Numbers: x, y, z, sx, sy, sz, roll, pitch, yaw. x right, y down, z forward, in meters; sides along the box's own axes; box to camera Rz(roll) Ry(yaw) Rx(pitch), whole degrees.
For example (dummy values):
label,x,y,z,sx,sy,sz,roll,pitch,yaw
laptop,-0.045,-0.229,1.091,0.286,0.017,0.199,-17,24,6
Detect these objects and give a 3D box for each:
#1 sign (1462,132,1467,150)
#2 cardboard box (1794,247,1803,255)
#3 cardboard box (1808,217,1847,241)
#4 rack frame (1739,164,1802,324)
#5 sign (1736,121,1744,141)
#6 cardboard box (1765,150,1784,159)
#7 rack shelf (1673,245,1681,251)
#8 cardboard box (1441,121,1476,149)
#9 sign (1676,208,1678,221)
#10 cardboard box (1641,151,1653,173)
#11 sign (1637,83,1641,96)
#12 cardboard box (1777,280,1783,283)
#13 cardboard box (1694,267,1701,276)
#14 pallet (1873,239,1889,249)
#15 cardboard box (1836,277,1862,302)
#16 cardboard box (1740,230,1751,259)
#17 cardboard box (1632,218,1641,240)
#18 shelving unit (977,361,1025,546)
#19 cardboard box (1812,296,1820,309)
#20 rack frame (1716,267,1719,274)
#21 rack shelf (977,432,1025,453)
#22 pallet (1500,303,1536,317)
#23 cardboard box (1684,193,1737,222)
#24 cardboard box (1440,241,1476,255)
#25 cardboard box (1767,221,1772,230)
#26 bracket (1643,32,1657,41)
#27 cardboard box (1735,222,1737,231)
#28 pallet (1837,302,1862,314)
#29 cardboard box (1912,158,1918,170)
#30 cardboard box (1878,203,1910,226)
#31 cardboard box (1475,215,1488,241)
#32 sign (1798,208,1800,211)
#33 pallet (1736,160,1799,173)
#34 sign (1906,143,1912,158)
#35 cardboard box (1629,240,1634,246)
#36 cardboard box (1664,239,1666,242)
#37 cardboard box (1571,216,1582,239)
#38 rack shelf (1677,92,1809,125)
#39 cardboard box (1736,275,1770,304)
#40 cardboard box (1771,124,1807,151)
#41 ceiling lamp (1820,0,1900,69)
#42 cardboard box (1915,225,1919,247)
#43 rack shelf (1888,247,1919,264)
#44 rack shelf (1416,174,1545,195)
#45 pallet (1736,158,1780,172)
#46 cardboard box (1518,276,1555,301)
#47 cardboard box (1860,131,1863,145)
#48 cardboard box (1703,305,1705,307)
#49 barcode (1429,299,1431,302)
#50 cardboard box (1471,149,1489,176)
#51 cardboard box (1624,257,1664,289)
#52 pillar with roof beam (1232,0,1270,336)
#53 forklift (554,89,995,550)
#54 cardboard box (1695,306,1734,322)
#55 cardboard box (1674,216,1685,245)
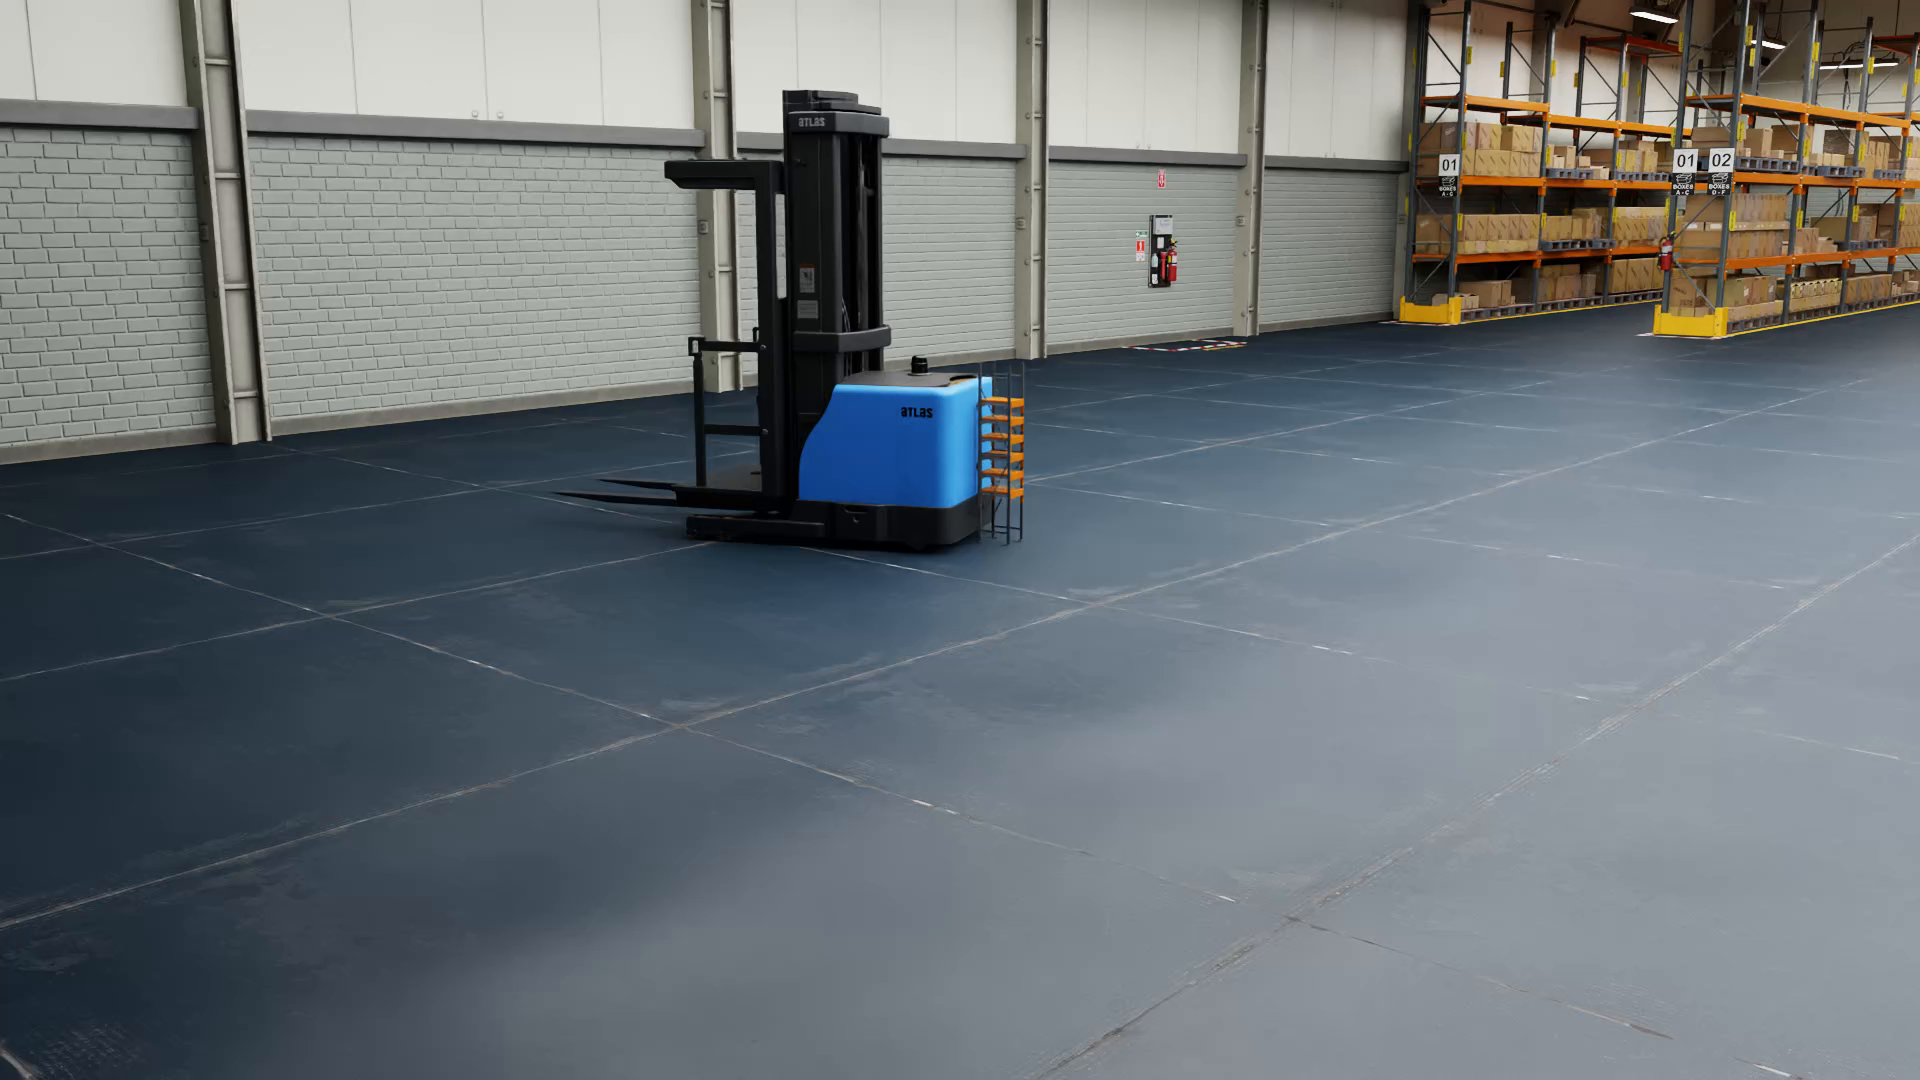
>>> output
label,x,y,z,sx,sy,sz,roll,pitch,yaw
sign,9.568,-7.568,31.554,0.100,0.325,0.005,10,15,40
cardboard box,16.263,-5.668,32.572,0.380,0.149,0.250,10,15,40
cardboard box,18.496,-6.638,35.460,0.700,0.500,0.500,4,12,21
rack frame,15.525,-5.687,32.027,1.000,3.000,0.127,10,15,40
sign,13.297,-6.965,28.330,0.100,0.325,0.005,10,15,40
cardboard box,14.934,-7.097,30.638,0.380,0.149,0.250,10,15,40
rack shelf,18.402,-7.446,42.668,1.077,0.370,4.000,10,15,40
cardboard box,9.597,-7.784,32.008,0.500,0.500,0.500,8,14,36
sign,17.496,-7.964,40.675,0.100,0.325,0.005,10,15,40
cardboard box,16.100,-9.034,39.749,0.700,0.500,0.500,9,15,39
sign,16.681,-11.057,40.807,0.100,0.325,0.005,10,15,40
cardboard box,16.246,-5.067,33.438,0.500,0.311,0.500,10,15,40
cardboard box,18.674,-6.809,42.955,0.700,0.500,0.500,9,14,39
pallet,20.196,-6.667,37.421,1.003,0.211,1.213,10,15,40
cardboard box,19.022,-5.374,35.715,0.500,0.500,0.500,9,14,38
cardboard box,13.877,-5.365,30.159,0.700,0.500,0.500,10,15,41
cardboard box,15.635,-7.308,39.074,0.500,0.500,0.500,10,15,40
shelving unit,0.271,-0.575,11.025,0.258,1.200,0.189,6,13,29
cardboard box,16.992,-4.798,33.526,0.500,0.250,0.500,10,15,41
rack frame,19.722,-8.093,44.071,1.000,3.000,0.127,10,15,40
rack shelf,0.271,-0.649,11.010,0.258,0.103,0.180,6,13,29
pallet,11.384,-4.856,34.987,1.003,0.211,1.213,10,15,40
cardboard box,13.237,-5.859,29.319,0.700,0.500,0.500,10,15,41
cardboard box,9.721,-5.706,32.452,0.500,0.250,0.500,9,15,39
cardboard box,14.833,-5.837,30.867,0.380,0.149,0.250,10,15,40
bracket,16.887,-12.319,40.724,0.235,0.232,0.430,10,15,40
cardboard box,13.477,-5.535,29.354,0.380,0.149,0.250,9,15,39
pallet,18.686,-5.013,35.773,1.003,0.211,1.213,10,15,40
cardboard box,21.642,-8.620,38.159,0.500,0.250,0.500,10,15,40
cardboard box,21.328,-7.437,37.978,0.500,0.500,0.500,10,15,42
cardboard box,10.035,-6.146,32.739,0.500,0.500,0.500,10,15,41
sign,17.751,-6.874,35.213,0.100,0.325,0.005,10,15,40
pallet,14.981,-6.986,31.097,1.003,0.211,1.213,10,15,40
sign,21.225,-8.711,37.181,0.100,0.325,0.005,10,15,40
cardboard box,15.661,-7.014,39.259,0.380,0.149,0.250,10,15,41
cardboard box,17.071,-7.304,40.715,0.380,0.149,0.250,10,15,41
cardboard box,13.333,-6.924,36.840,0.700,0.500,0.500,10,15,40
rack shelf,14.204,-7.786,30.076,1.077,0.370,4.000,10,15,40
cardboard box,14.717,-4.670,30.968,0.500,0.500,0.500,10,15,40
cardboard box,15.961,-7.744,32.063,0.500,0.500,0.500,10,15,41
ceiling lamp,23.391,-13.965,43.254,2.000,3.185,0.800,10,15,40
cardboard box,22.349,-7.177,39.232,0.500,0.500,0.500,9,15,40
rack shelf,22.126,-6.806,39.464,1.077,0.370,4.000,10,15,40
rack shelf,10.481,-7.151,33.535,1.077,0.370,4.000,10,15,40
pallet,14.176,-6.807,30.203,1.003,0.211,1.213,10,15,40
cardboard box,12.578,-5.510,36.399,0.700,0.500,0.500,9,15,39
cardboard box,18.794,-8.425,35.265,0.500,0.500,0.500,10,15,40
cardboard box,13.337,-4.149,30.272,0.500,0.250,0.500,10,15,40
barcode,9.396,-4.785,33.228,0.001,0.075,0.075,10,15,40
cardboard box,9.950,-7.360,32.436,0.500,0.500,0.500,-11,16,-44
cardboard box,16.751,-6.544,40.731,0.750,0.750,0.750,10,15,41
pillar with roof beam,8.246,-7.456,25.566,9.100,9.000,0.400,10,15,40
forklift,-1.329,-1.522,11.347,3.031,2.935,1.130,4,12,18
cardboard box,13.405,-4.006,29.560,0.500,0.250,0.500,10,15,40
cardboard box,17.452,-7.729,41.484,0.980,0.700,0.700,10,15,41
